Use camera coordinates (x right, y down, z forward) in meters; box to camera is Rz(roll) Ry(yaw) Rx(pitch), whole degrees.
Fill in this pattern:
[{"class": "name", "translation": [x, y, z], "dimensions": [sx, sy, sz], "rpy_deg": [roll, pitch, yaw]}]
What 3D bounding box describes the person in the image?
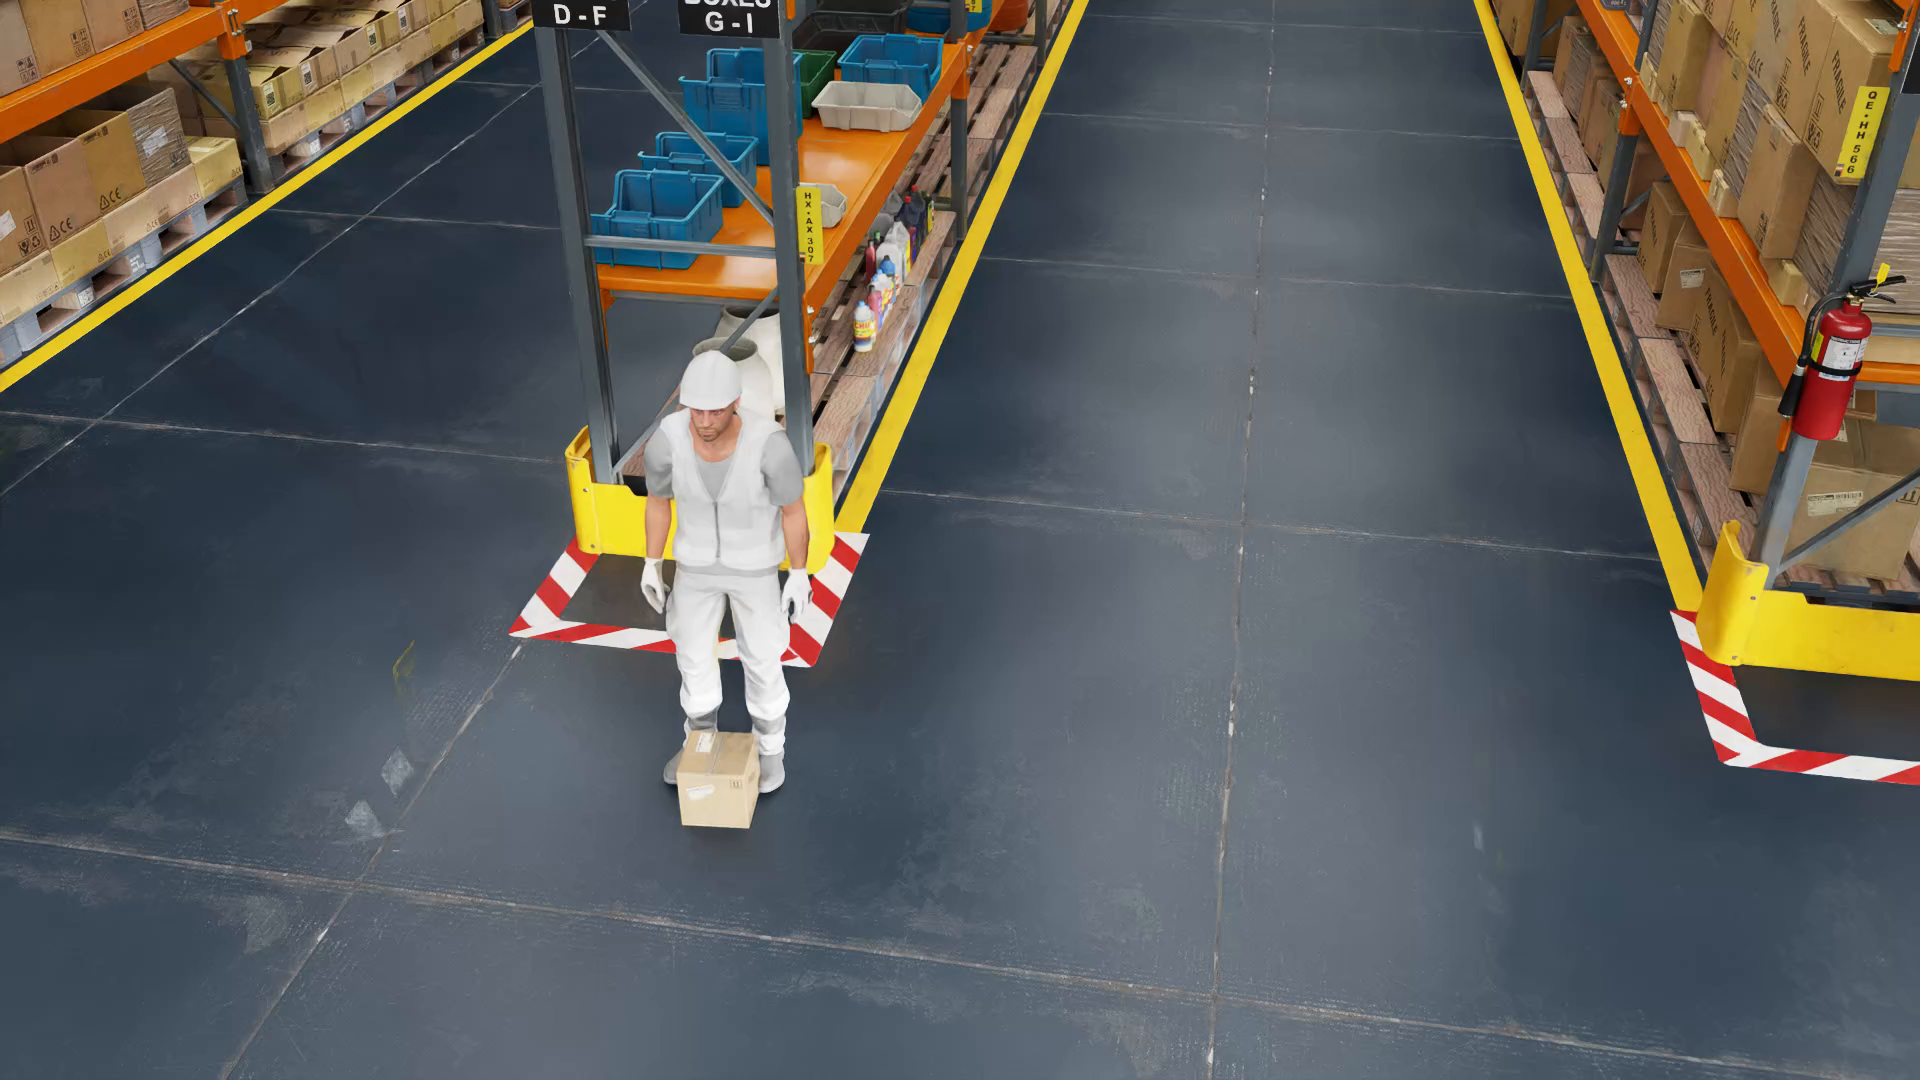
[{"class": "person", "translation": [-0.830, 0.119, 5.931], "dimensions": [0.622, 1.781, 0.445], "rpy_deg": [4, 32, 6]}]
